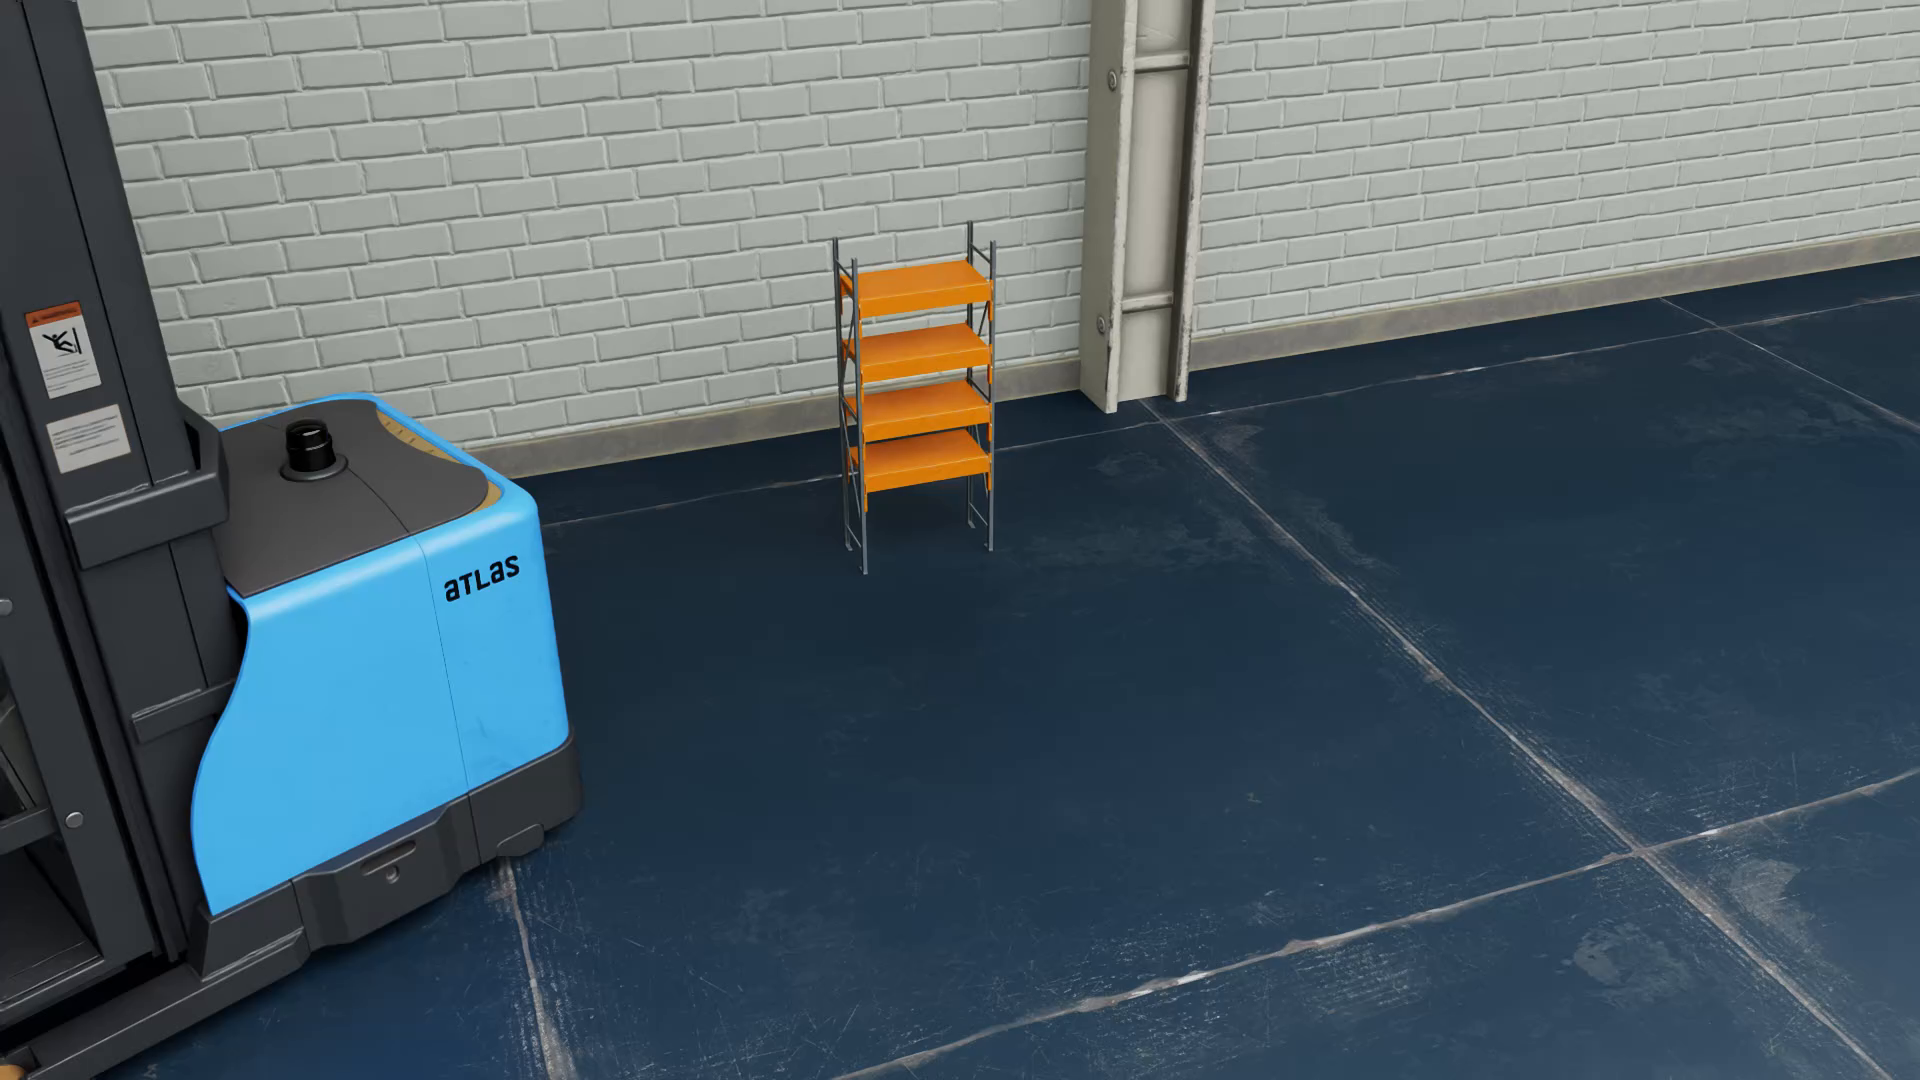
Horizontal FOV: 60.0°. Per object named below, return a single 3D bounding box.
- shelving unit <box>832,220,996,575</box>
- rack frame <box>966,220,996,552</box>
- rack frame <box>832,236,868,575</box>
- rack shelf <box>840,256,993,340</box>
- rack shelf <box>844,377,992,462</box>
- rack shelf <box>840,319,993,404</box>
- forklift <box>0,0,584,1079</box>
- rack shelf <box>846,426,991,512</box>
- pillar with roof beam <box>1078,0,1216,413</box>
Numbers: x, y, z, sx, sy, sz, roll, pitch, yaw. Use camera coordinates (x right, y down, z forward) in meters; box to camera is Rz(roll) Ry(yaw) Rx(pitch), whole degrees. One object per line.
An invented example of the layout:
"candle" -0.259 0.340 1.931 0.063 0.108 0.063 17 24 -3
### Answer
"shelving unit" -0.155 -0.493 5.903 0.503 1.200 0.258 -10 31 -18
"rack frame" 0.074 -0.535 5.977 0.015 1.200 0.240 -10 31 -18
"rack frame" -0.384 -0.451 5.829 0.015 1.200 0.240 -10 31 -18
"rack shelf" -0.155 -0.834 5.708 0.480 0.148 0.258 -10 31 -18
"rack shelf" -0.155 -0.434 5.936 0.480 0.148 0.258 -10 31 -18
"rack shelf" -0.155 -0.629 5.825 0.480 0.148 0.258 -10 31 -18
"forklift" -2.489 -0.117 3.495 3.031 2.935 1.130 -26 38 -37
"rack shelf" -0.155 -0.262 6.034 0.480 0.148 0.258 -10 31 -18
"pillar with roof beam" 2.264 -2.567 1.665 0.400 9.000 9.100 -10 31 -18
